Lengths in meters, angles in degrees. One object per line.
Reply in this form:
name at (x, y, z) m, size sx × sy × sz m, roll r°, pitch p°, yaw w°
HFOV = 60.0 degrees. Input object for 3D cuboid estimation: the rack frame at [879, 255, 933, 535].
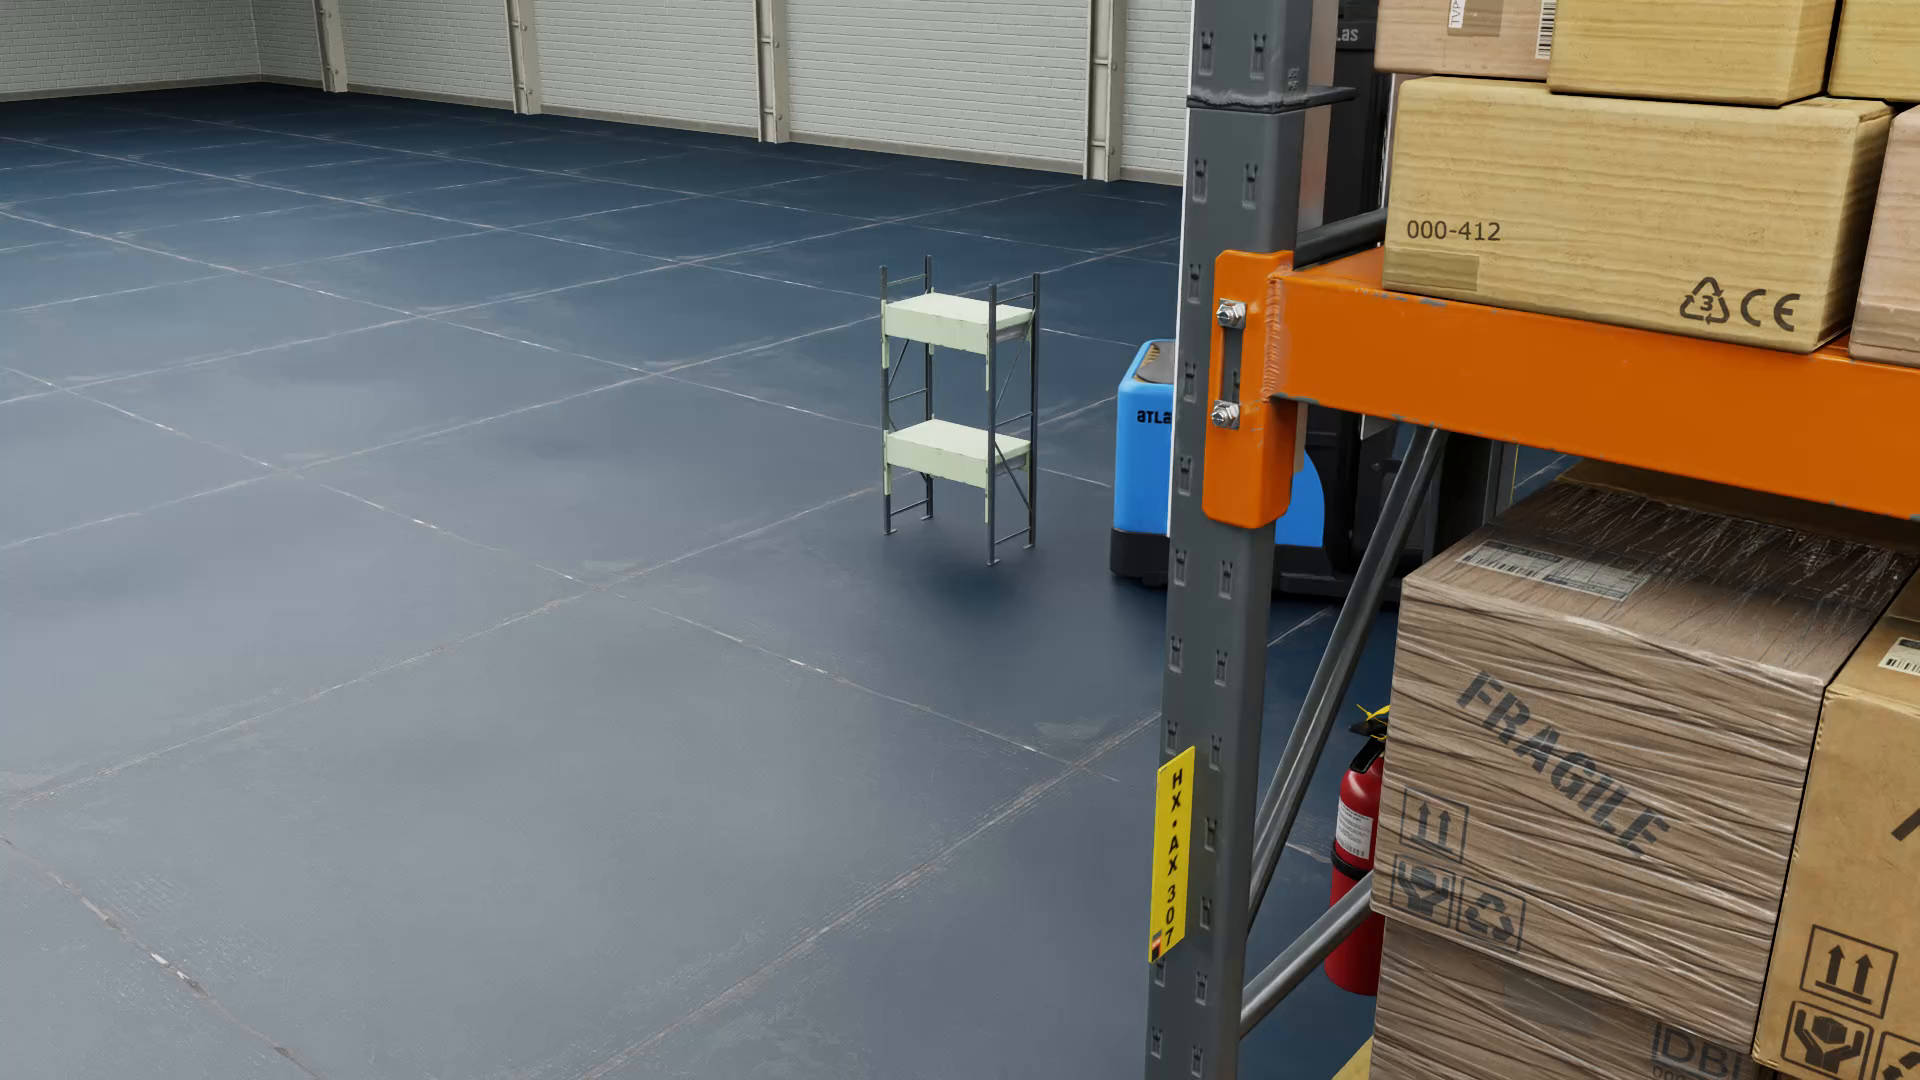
rack frame at (-0.289, -0.785, 9.124) m, size 0.023 × 1.500 × 0.400 m, roll 16°, pitch 26°, yaw 36°

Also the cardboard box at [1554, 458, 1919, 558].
cardboard box at (1.240, 0.124, 2.609) m, size 0.500 × 0.500 × 0.500 m, roll 16°, pitch 26°, yaw 36°

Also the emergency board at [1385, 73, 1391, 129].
emergency board at (4.604, -5.321, 19.026) m, size 0.643 × 1.169 × 0.194 m, roll 16°, pitch 26°, yaw 36°

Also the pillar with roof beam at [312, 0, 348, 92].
pillar with roof beam at (-14.821, -11.744, 27.556) m, size 0.400 × 9.000 × 9.100 m, roll 16°, pitch 26°, yaw 36°

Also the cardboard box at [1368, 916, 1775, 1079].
cardboard box at (1.066, 0.666, 2.586) m, size 0.500 × 0.500 × 0.875 m, roll 16°, pitch 26°, yaw 36°

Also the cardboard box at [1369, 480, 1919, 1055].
cardboard box at (0.911, 0.266, 2.232) m, size 0.500 × 0.500 × 0.500 m, roll 16°, pitch 26°, yaw 36°

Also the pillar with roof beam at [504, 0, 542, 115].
pillar with roof beam at (-10.173, -10.405, 24.007) m, size 0.400 × 9.000 × 9.100 m, roll 16°, pitch 26°, yaw 36°

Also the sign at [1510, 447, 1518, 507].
sign at (1.024, -0.115, 3.132) m, size 0.005 × 0.325 × 0.100 m, roll 16°, pitch 26°, yaw 36°

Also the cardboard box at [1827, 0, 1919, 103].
cardboard box at (1.138, -0.566, 1.815) m, size 0.250 × 0.149 × 0.380 m, roll 16°, pitch 26°, yaw 35°

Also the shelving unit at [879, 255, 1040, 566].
shelving unit at (-0.005, -0.703, 8.907) m, size 0.755 × 1.500 × 0.431 m, roll 16°, pitch 26°, yaw 36°

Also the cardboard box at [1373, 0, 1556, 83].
cardboard box at (0.724, -0.673, 2.098) m, size 0.250 × 0.149 × 0.380 m, roll 16°, pitch 26°, yaw 36°

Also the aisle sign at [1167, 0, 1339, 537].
aisle sign at (0.420, -0.426, 2.362) m, size 0.004 × 0.787 × 0.394 m, roll 16°, pitch 26°, yaw 36°

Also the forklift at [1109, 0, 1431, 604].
forklift at (2.345, -1.181, 8.147) m, size 3.031 × 2.935 × 1.130 m, roll 5°, pitch 21°, yaw 13°

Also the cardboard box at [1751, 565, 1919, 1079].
cardboard box at (1.294, 0.379, 1.931) m, size 0.500 × 0.500 × 0.500 m, roll 16°, pitch 26°, yaw 36°

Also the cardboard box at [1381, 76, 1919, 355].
cardboard box at (0.867, -0.433, 2.027) m, size 0.500 × 0.250 × 0.500 m, roll 17°, pitch 27°, yaw 38°

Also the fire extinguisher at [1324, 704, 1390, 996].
fire extinguisher at (0.860, 0.607, 3.417) m, size 0.183 × 0.674 × 0.296 m, roll 16°, pitch 26°, yaw 36°

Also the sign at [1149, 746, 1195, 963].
sign at (0.314, 0.466, 2.456) m, size 0.005 × 0.325 × 0.100 m, roll 16°, pitch 26°, yaw 36°

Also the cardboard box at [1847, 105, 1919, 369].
cardboard box at (1.271, -0.320, 1.726) m, size 0.500 × 0.250 × 0.500 m, roll 15°, pitch 26°, yaw 35°

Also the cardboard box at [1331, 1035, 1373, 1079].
cardboard box at (0.727, 0.969, 2.705) m, size 0.250 × 0.149 × 0.380 m, roll 16°, pitch 26°, yaw 36°

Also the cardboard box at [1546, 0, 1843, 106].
cardboard box at (0.864, -0.589, 1.875) m, size 0.250 × 0.149 × 0.380 m, roll 17°, pitch 26°, yaw 37°

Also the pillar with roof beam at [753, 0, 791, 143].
pillar with roof beam at (-5.525, -9.066, 20.457) m, size 0.400 × 9.000 × 9.100 m, roll 16°, pitch 26°, yaw 36°

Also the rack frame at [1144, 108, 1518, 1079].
rack frame at (0.657, 0.722, 3.002) m, size 0.127 × 3.000 × 1.000 m, roll 16°, pitch 26°, yaw 36°

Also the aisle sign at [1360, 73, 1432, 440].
aisle sign at (0.799, -0.590, 2.797) m, size 0.004 × 0.787 × 0.394 m, roll 16°, pitch 26°, yaw 36°

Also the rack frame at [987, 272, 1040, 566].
rack frame at (0.278, -0.622, 8.691) m, size 0.023 × 1.500 × 0.400 m, roll 16°, pitch 26°, yaw 36°

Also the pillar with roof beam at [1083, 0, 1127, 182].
pillar with roof beam at (-0.876, -7.728, 16.907) m, size 0.400 × 9.000 × 9.100 m, roll 16°, pitch 26°, yaw 36°

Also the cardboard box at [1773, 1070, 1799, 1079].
cardboard box at (1.529, 0.745, 2.378) m, size 0.500 × 0.500 × 0.875 m, roll 16°, pitch 26°, yaw 36°

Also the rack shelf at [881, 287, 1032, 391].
rack shelf at (-0.005, -1.068, 8.770) m, size 0.720 × 0.370 × 0.431 m, roll 16°, pitch 26°, yaw 36°

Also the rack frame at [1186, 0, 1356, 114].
rack frame at (0.657, -2.085, 1.943) m, size 0.127 × 3.000 × 1.000 m, roll 16°, pitch 26°, yaw 36°

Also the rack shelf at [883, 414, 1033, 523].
rack shelf at (-0.005, -0.398, 9.023) m, size 0.720 × 0.370 × 0.431 m, roll 16°, pitch 26°, yaw 36°

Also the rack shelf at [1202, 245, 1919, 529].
rack shelf at (2.207, 0.102, 1.416) m, size 4.000 × 0.370 × 1.077 m, roll 16°, pitch 26°, yaw 36°
